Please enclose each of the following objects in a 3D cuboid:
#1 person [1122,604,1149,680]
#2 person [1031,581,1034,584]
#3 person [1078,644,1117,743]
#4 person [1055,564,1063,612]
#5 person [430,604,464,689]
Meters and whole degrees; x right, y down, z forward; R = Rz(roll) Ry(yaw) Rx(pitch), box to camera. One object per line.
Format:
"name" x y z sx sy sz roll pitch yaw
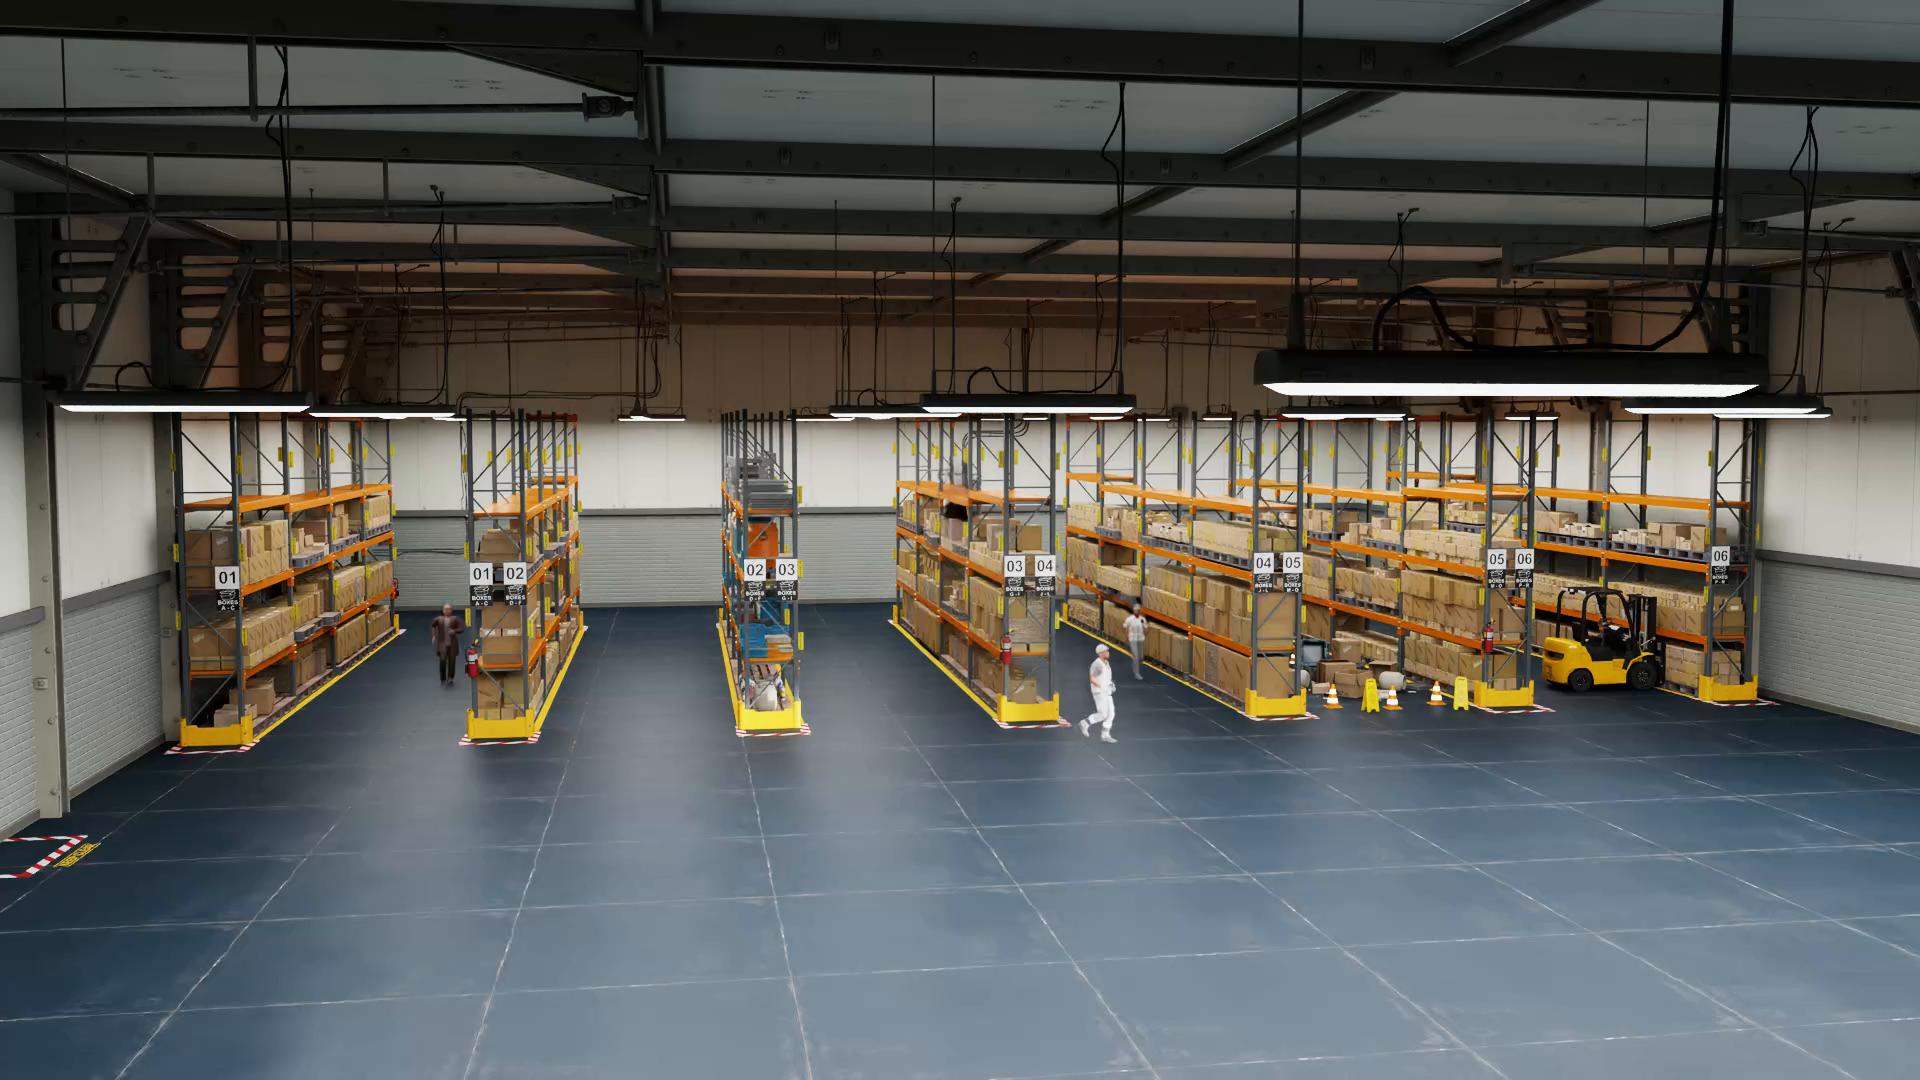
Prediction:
"person" 3.956 2.267 37.483 0.569 1.669 0.851 -1 4 -13
"person" 1.926 1.810 44.337 0.639 1.654 0.679 0 4 -5
"person" 2.508 2.756 29.996 0.718 1.771 0.683 2 4 26
"person" 2.692 1.479 49.239 0.574 1.619 0.640 -2 4 -28
"person" -11.156 2.317 36.200 0.675 1.846 0.829 -2 4 -21
